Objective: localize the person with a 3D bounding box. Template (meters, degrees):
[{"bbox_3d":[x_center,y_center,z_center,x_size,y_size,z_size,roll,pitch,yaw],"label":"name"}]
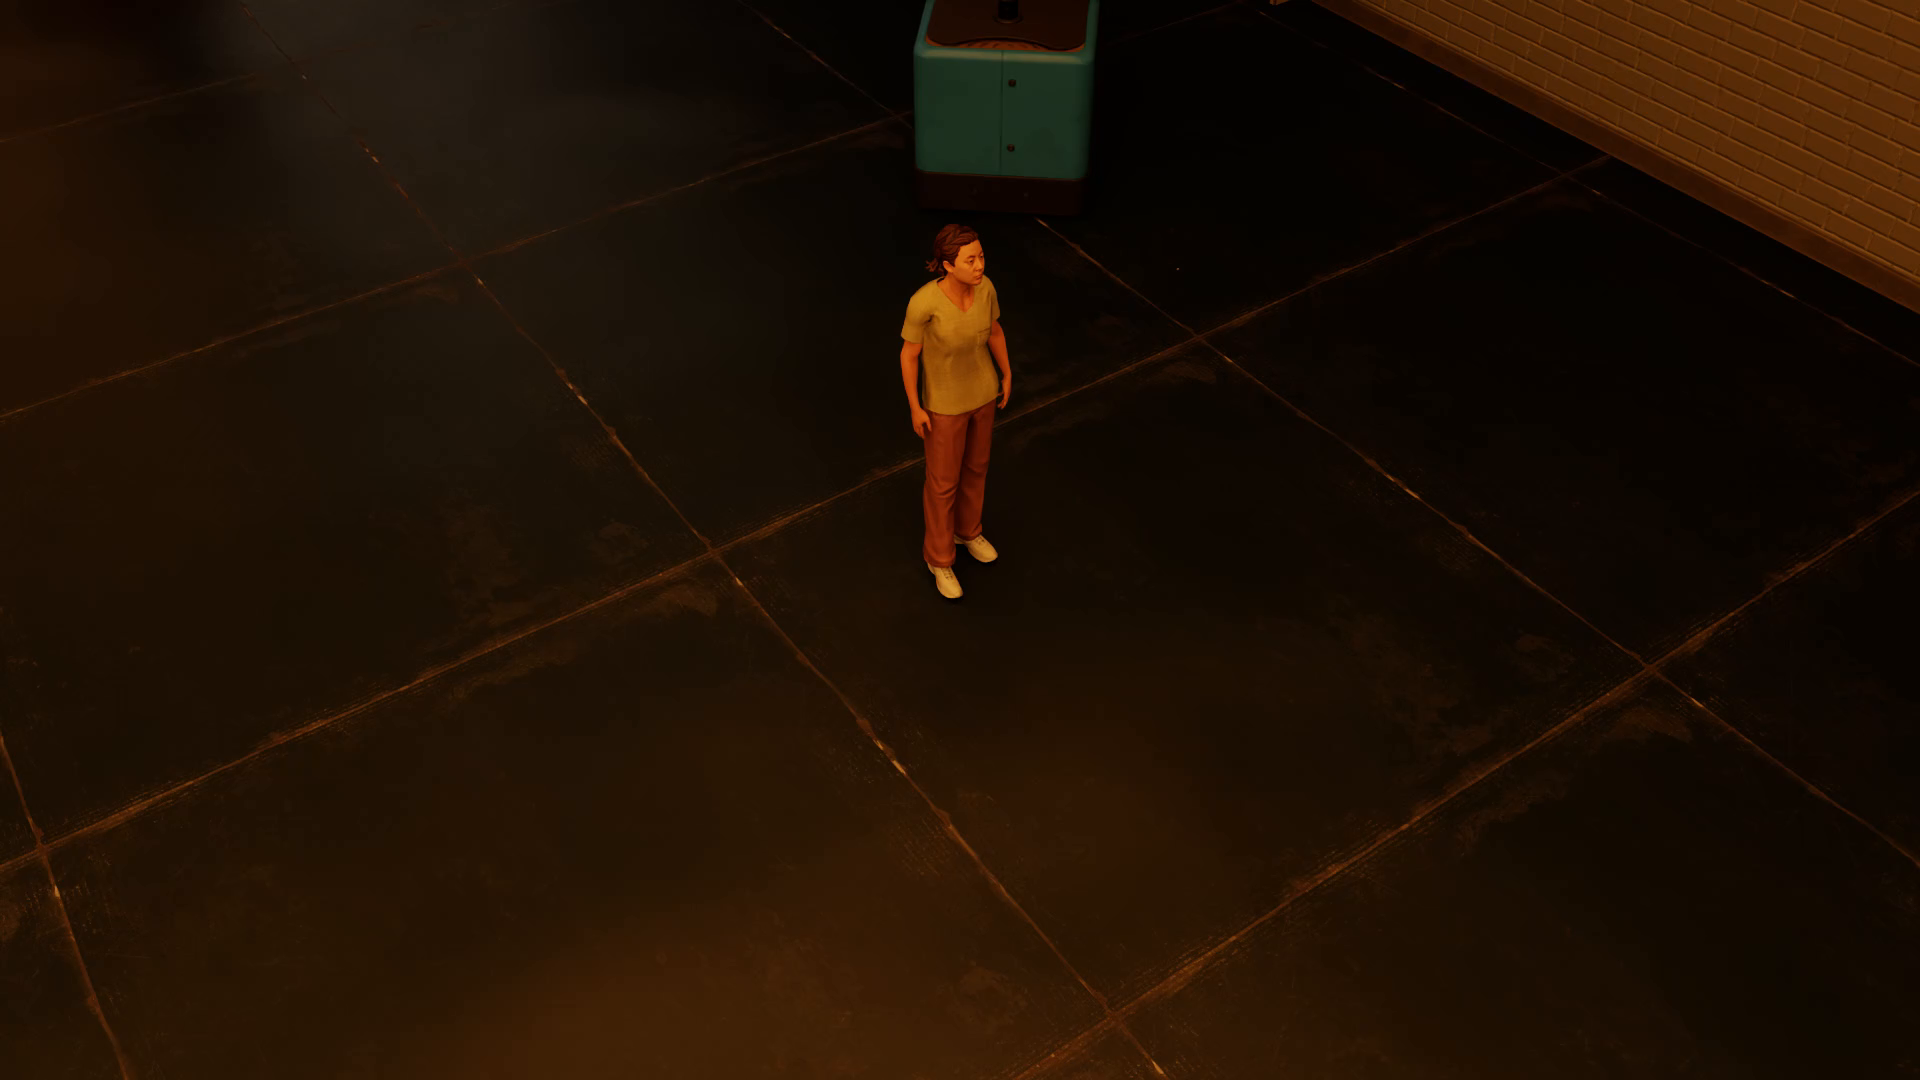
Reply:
[{"bbox_3d":[0.011,-0.536,7.347,0.521,1.361,0.395,-25,48,-25],"label":"person"}]

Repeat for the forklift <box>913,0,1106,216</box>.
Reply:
[{"bbox_3d":[0.386,-3.993,10.049,1.130,2.935,3.031,4,43,4],"label":"forklift"}]
